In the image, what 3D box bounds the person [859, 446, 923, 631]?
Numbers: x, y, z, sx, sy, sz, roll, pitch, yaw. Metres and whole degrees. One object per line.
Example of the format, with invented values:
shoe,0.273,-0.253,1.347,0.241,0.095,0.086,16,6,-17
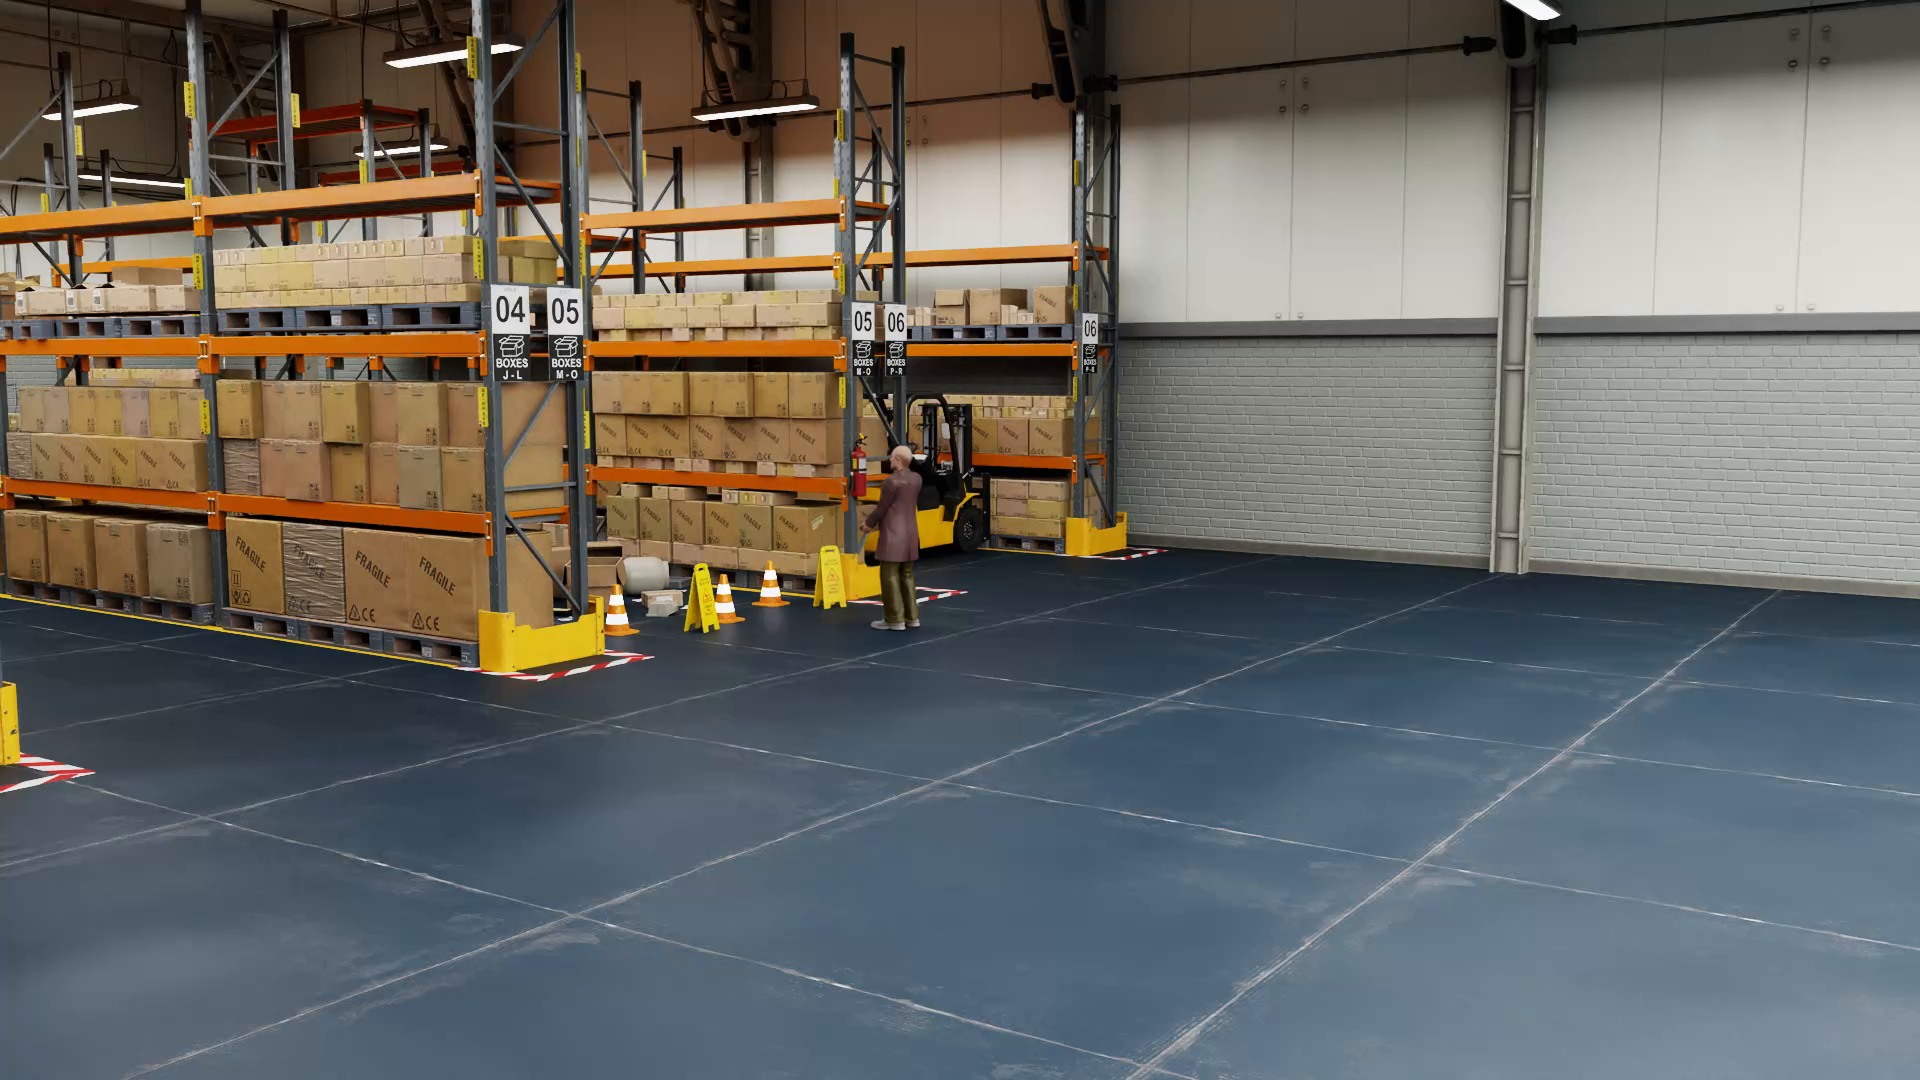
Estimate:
person,-0.681,-0.031,16.076,0.558,1.773,0.528,4,7,34
